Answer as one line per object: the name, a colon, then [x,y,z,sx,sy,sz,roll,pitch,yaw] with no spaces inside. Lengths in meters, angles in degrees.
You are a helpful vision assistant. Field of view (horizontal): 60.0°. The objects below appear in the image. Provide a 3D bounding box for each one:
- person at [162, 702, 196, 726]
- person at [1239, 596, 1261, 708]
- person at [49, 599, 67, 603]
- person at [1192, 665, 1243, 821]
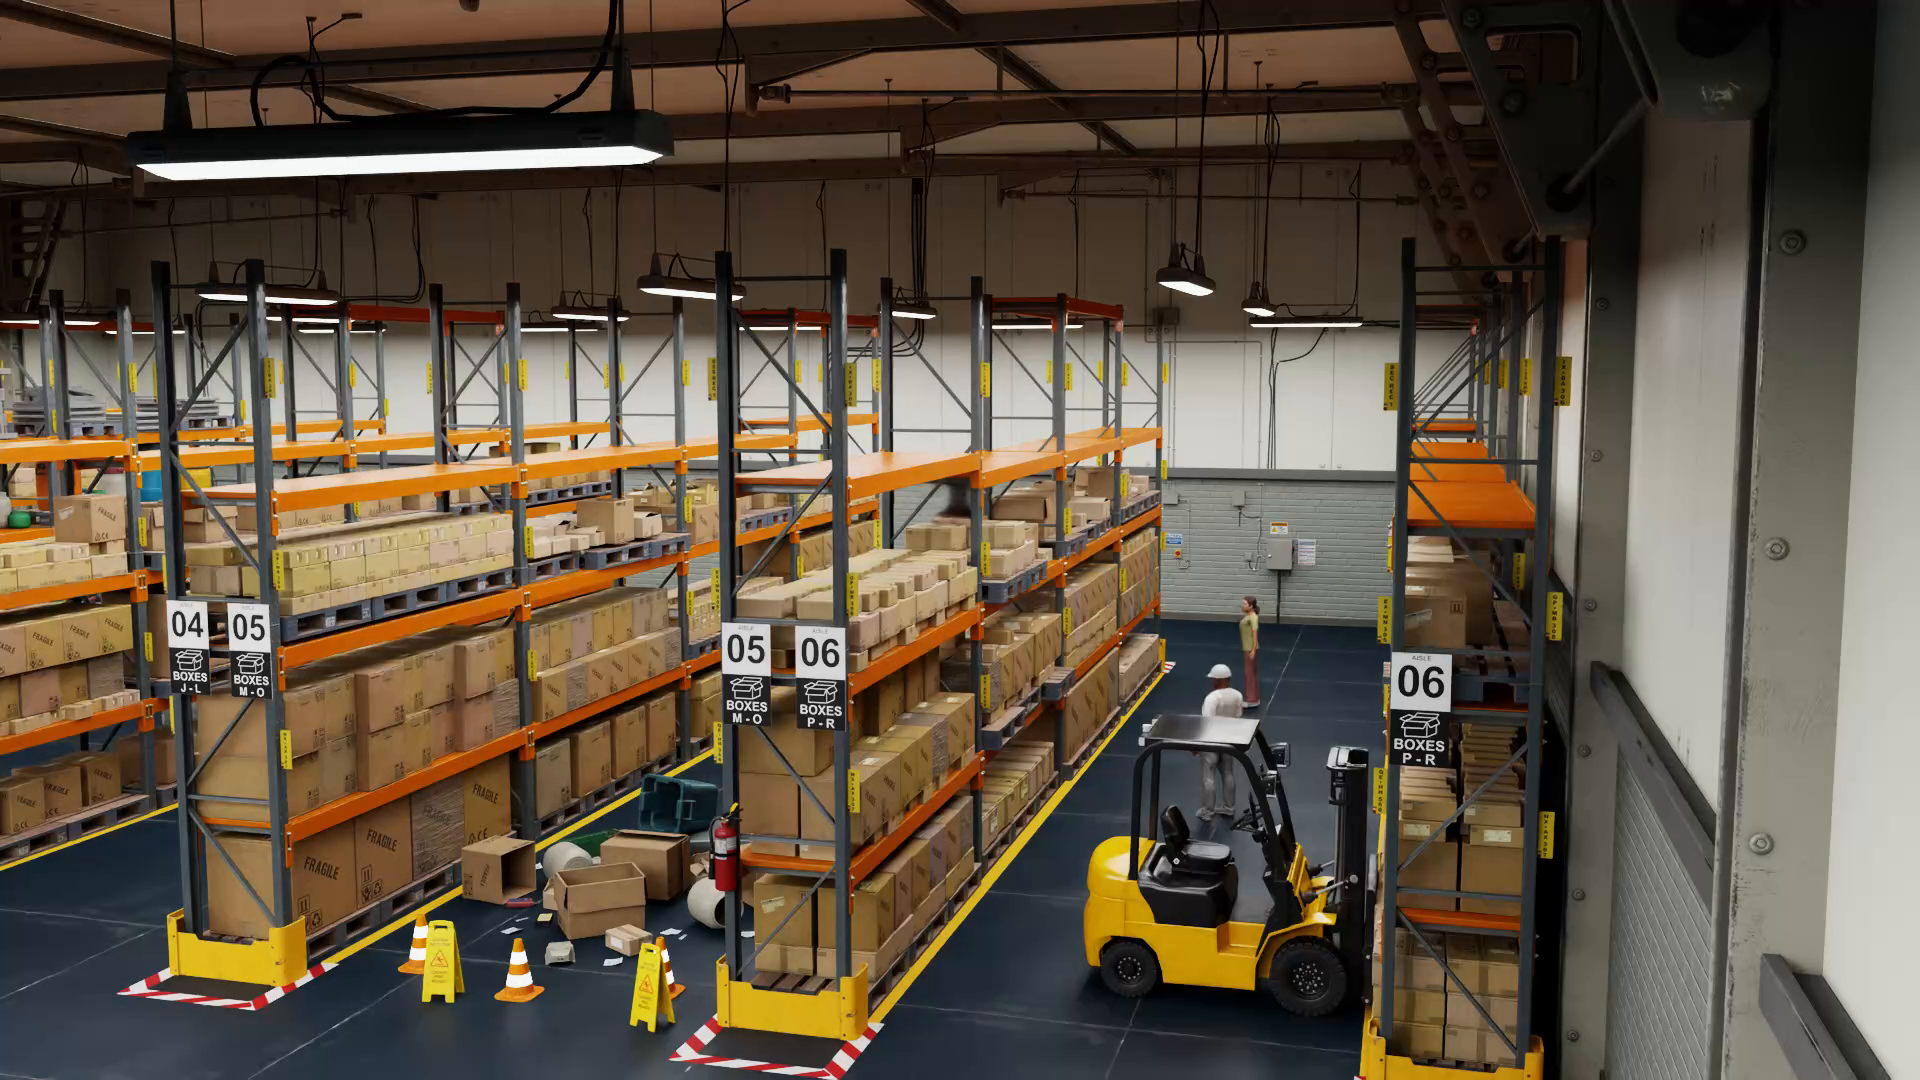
person: [-10.522,1.984,22.349,0.595,1.658,0.700,-2,6,-21]
person: [4.371,1.676,25.114,0.344,1.677,0.518,1,6,5]
person: [-14.541,1.442,26.986,0.436,1.727,0.601,0,6,0]
person: [2.923,2.293,18.955,0.623,1.771,0.393,-4,7,-35]
